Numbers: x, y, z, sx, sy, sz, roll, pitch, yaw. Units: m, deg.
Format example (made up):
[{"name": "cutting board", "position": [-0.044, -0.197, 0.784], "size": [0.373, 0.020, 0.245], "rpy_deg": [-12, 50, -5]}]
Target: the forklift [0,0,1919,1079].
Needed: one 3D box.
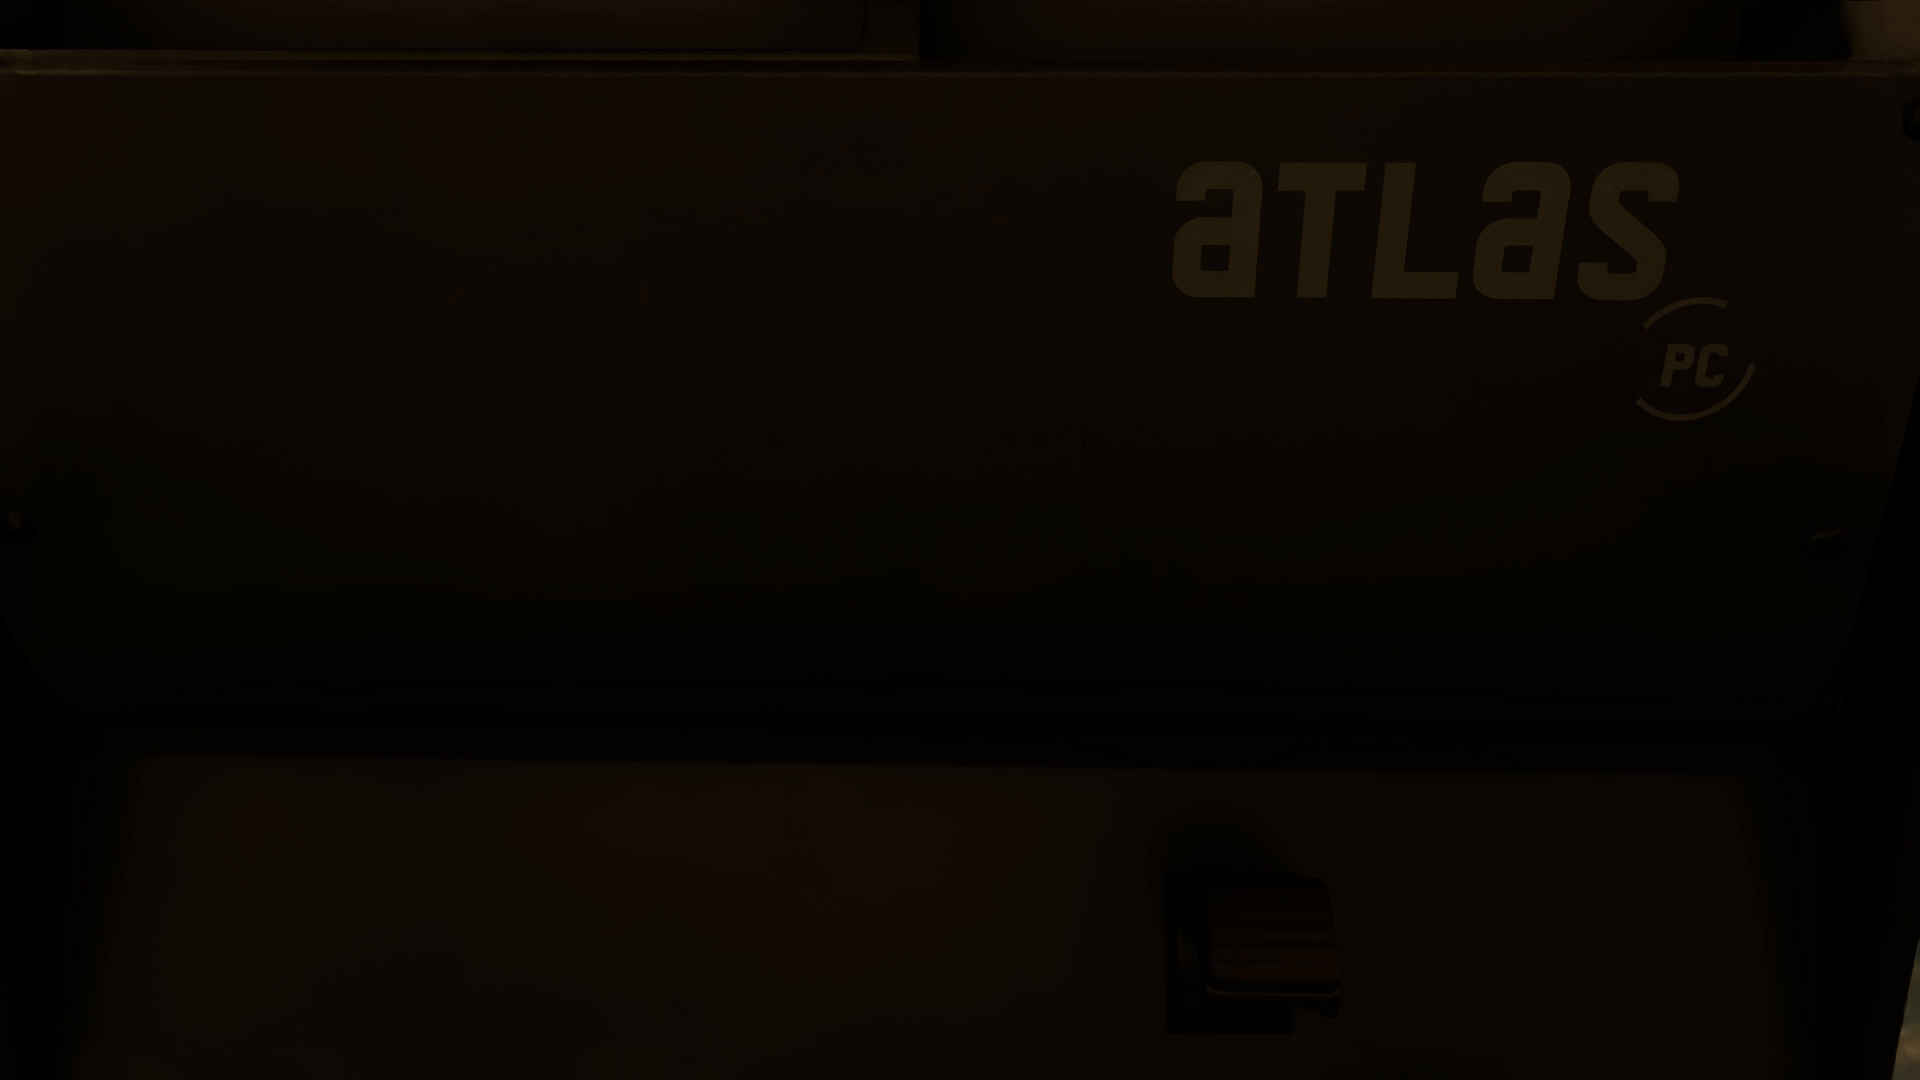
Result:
[{"name": "forklift", "position": [-0.027, -0.625, 0.443], "size": [1.130, 2.935, 3.031], "rpy_deg": [0, 17, 2]}]
